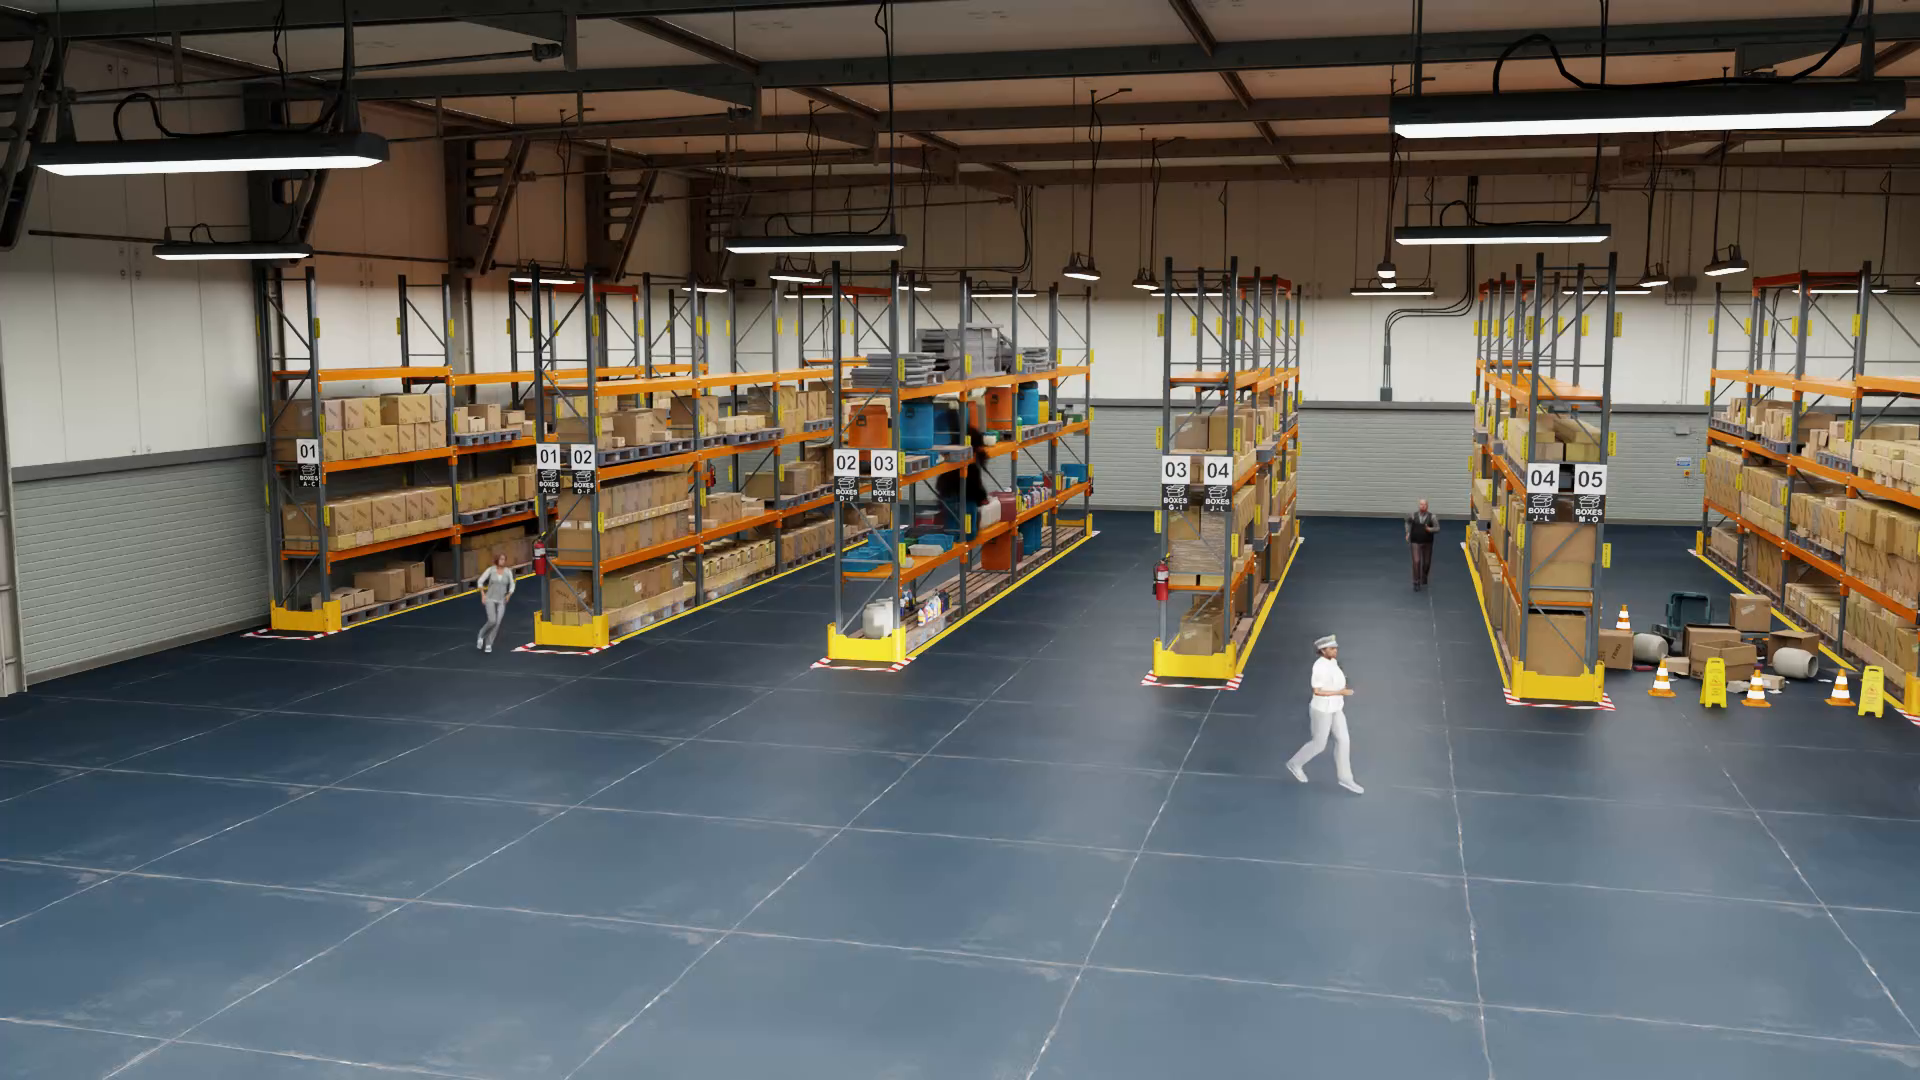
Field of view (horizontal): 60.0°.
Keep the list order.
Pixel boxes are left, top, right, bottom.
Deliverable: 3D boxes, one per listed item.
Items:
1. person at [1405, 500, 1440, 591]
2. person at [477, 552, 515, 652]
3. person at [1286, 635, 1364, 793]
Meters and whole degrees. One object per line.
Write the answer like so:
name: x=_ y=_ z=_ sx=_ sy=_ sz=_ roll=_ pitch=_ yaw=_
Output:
person: x=8.868 y=0.078 z=31.932 sx=0.653 sy=1.707 sz=0.968 roll=2 pitch=7 yaw=13
person: x=-7.191 y=0.967 z=25.828 sx=0.589 sy=1.540 sz=0.501 roll=-4 pitch=8 yaw=-31
person: x=3.980 y=1.856 z=18.049 sx=0.876 sy=1.699 sz=0.581 roll=6 pitch=9 yaw=40
